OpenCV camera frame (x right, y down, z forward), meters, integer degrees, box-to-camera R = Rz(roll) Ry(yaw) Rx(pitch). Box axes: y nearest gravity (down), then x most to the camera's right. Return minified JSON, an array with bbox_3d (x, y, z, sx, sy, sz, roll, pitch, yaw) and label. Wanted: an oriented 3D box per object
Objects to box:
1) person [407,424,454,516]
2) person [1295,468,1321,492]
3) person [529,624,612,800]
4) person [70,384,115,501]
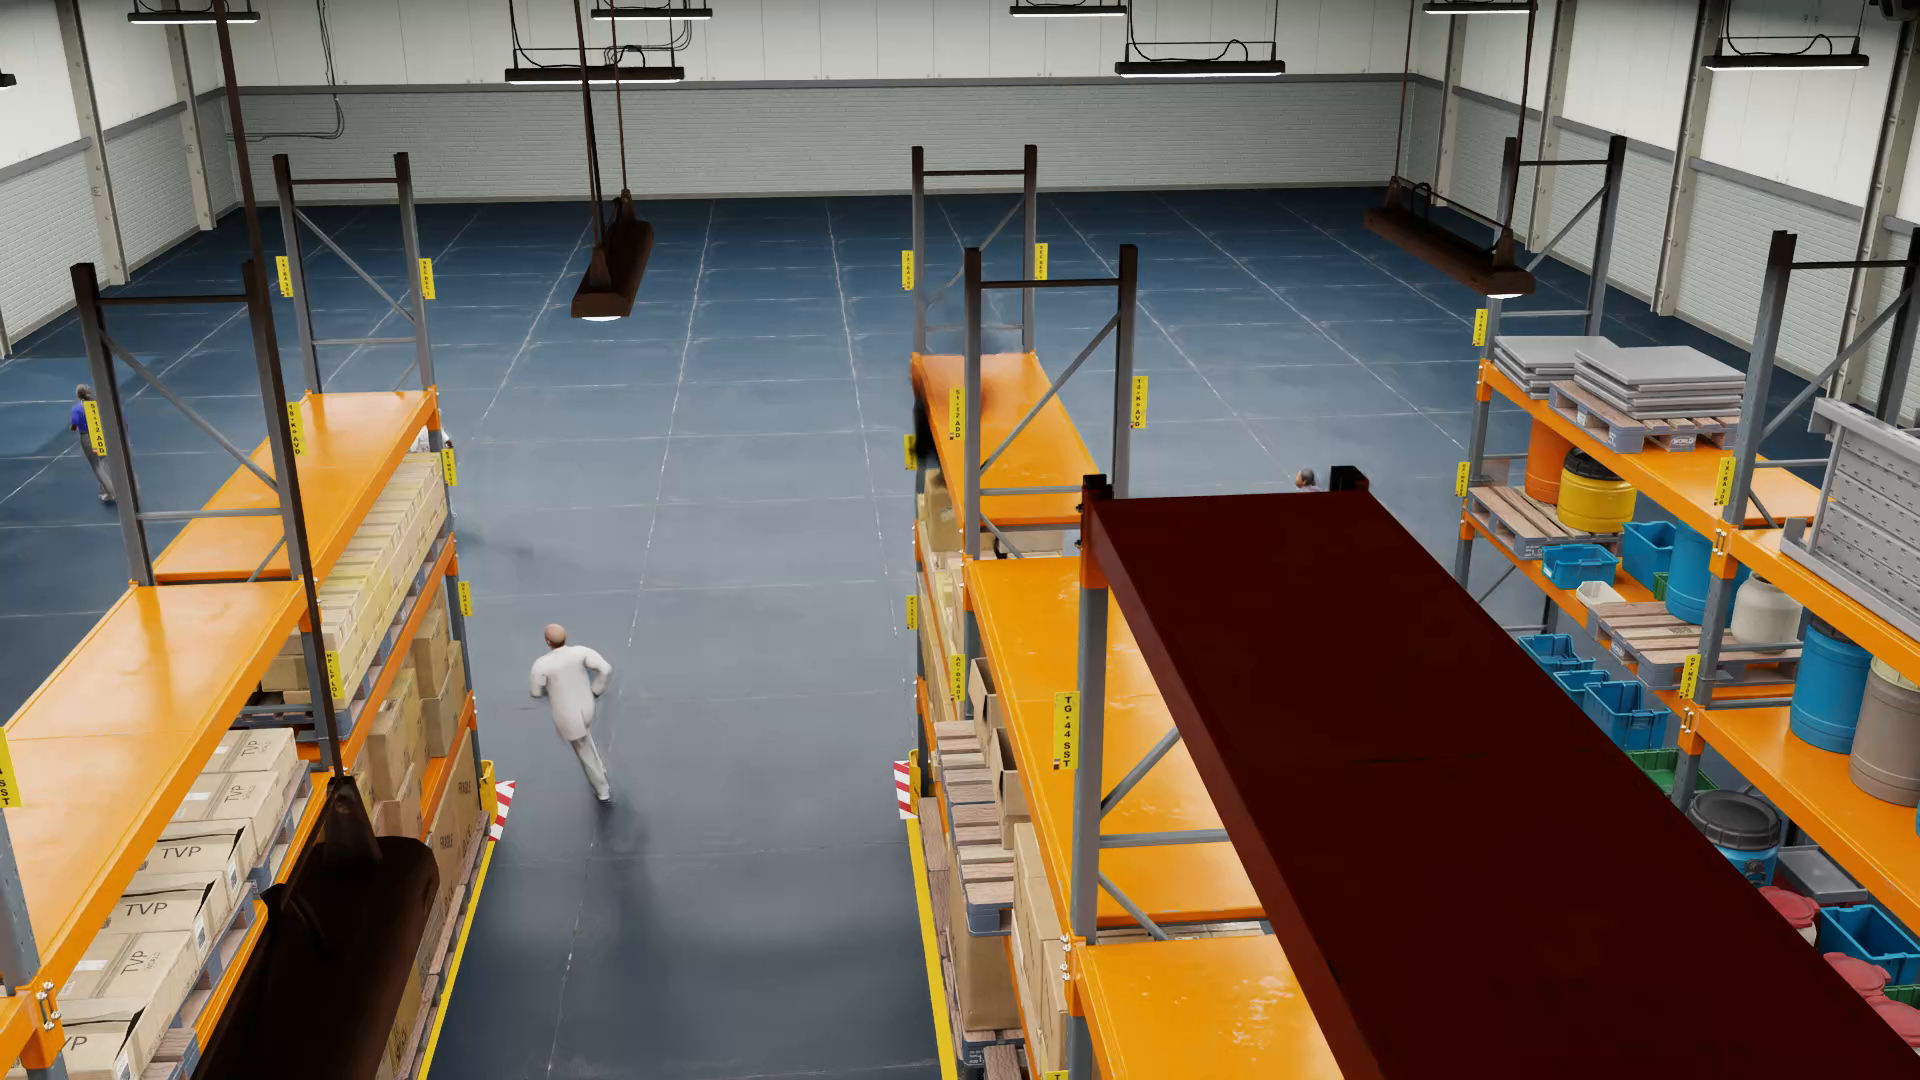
[{"bbox_3d":[-6.962,-0.960,21.774,0.857,1.671,0.587,12,25,28],"label":"person"},{"bbox_3d":[3.984,-0.080,19.627,0.660,1.641,0.578,6,22,14],"label":"person"},{"bbox_3d":[-3.581,1.591,15.265,0.668,1.804,0.740,-18,28,-38],"label":"person"},{"bbox_3d":[-11.836,-1.306,22.753,0.665,1.725,0.564,14,25,31],"label":"person"}]
